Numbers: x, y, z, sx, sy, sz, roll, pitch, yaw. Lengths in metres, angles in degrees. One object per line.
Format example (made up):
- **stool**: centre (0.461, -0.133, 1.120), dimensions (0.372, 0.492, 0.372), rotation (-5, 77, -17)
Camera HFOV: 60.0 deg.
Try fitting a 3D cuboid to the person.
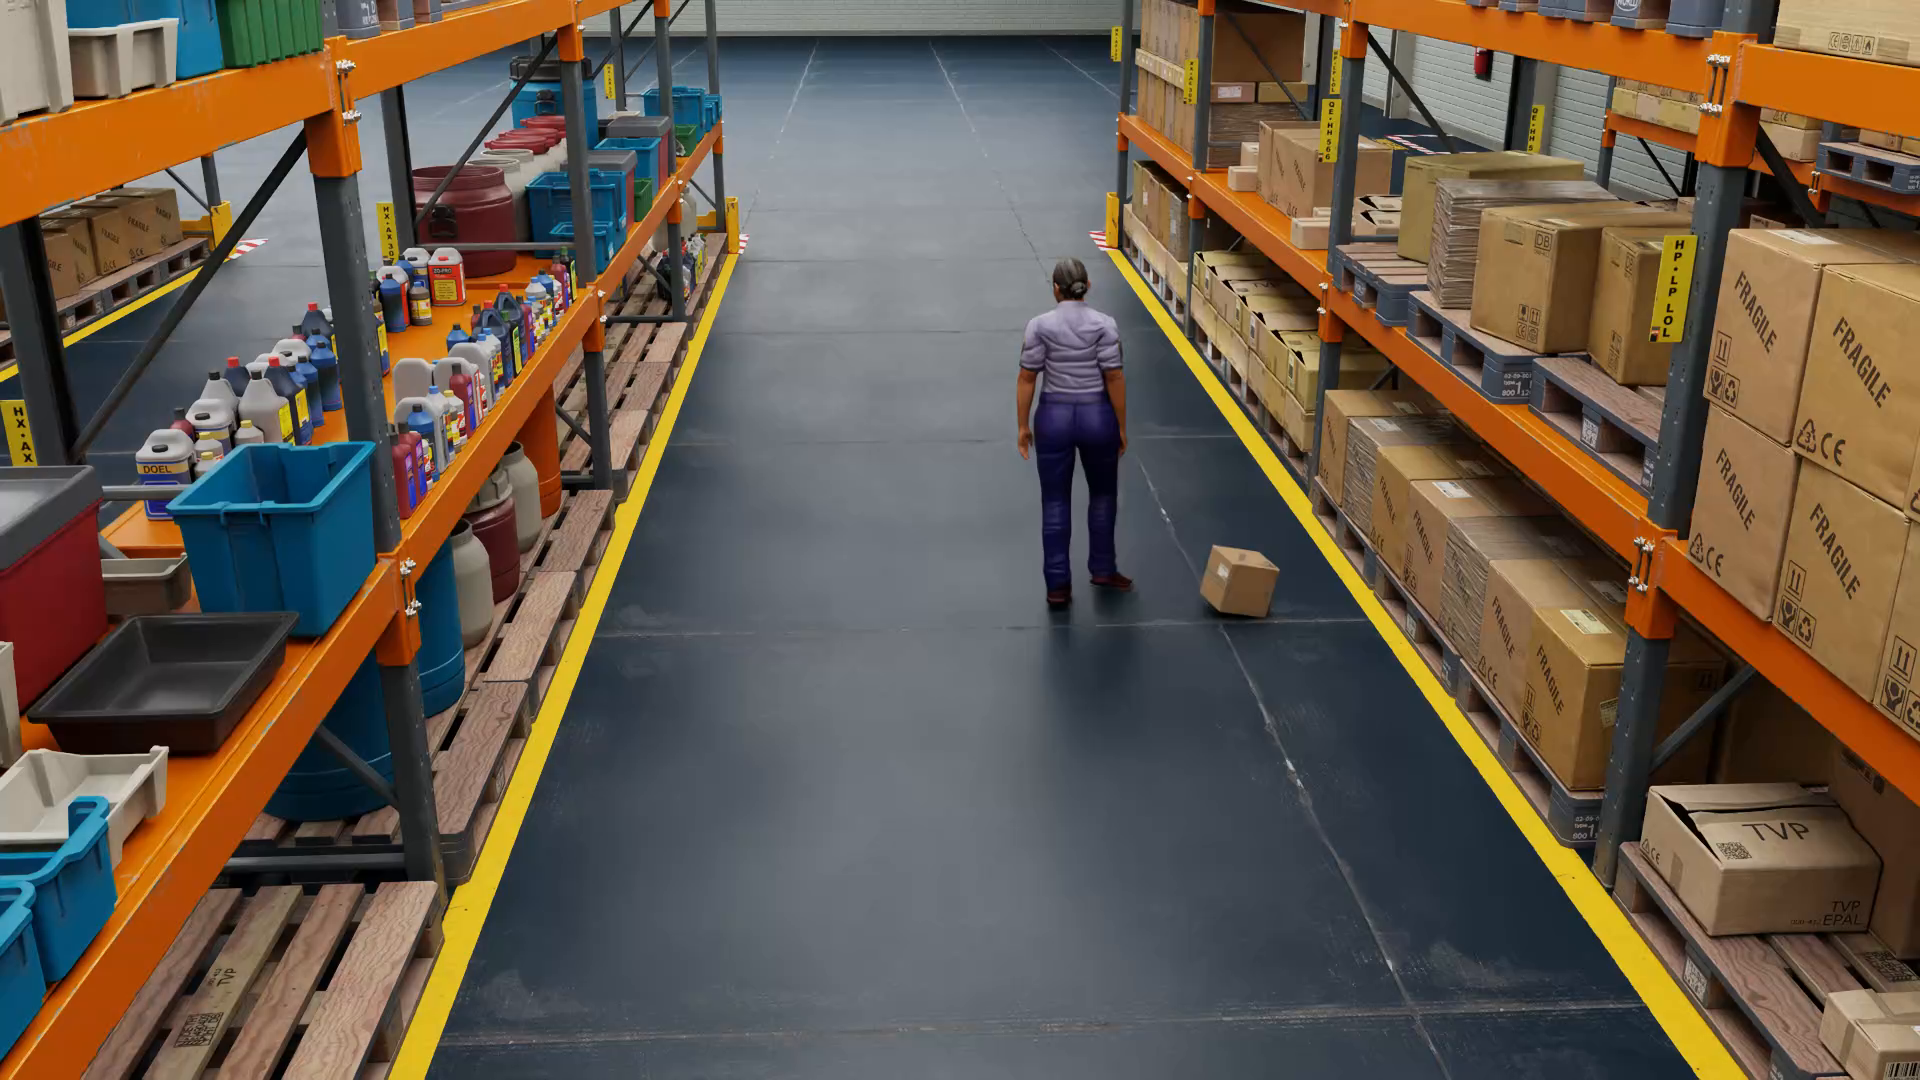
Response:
- **person**: centre (0.564, -0.484, 7.967), dimensions (0.596, 1.703, 0.493), rotation (2, 21, 6)
